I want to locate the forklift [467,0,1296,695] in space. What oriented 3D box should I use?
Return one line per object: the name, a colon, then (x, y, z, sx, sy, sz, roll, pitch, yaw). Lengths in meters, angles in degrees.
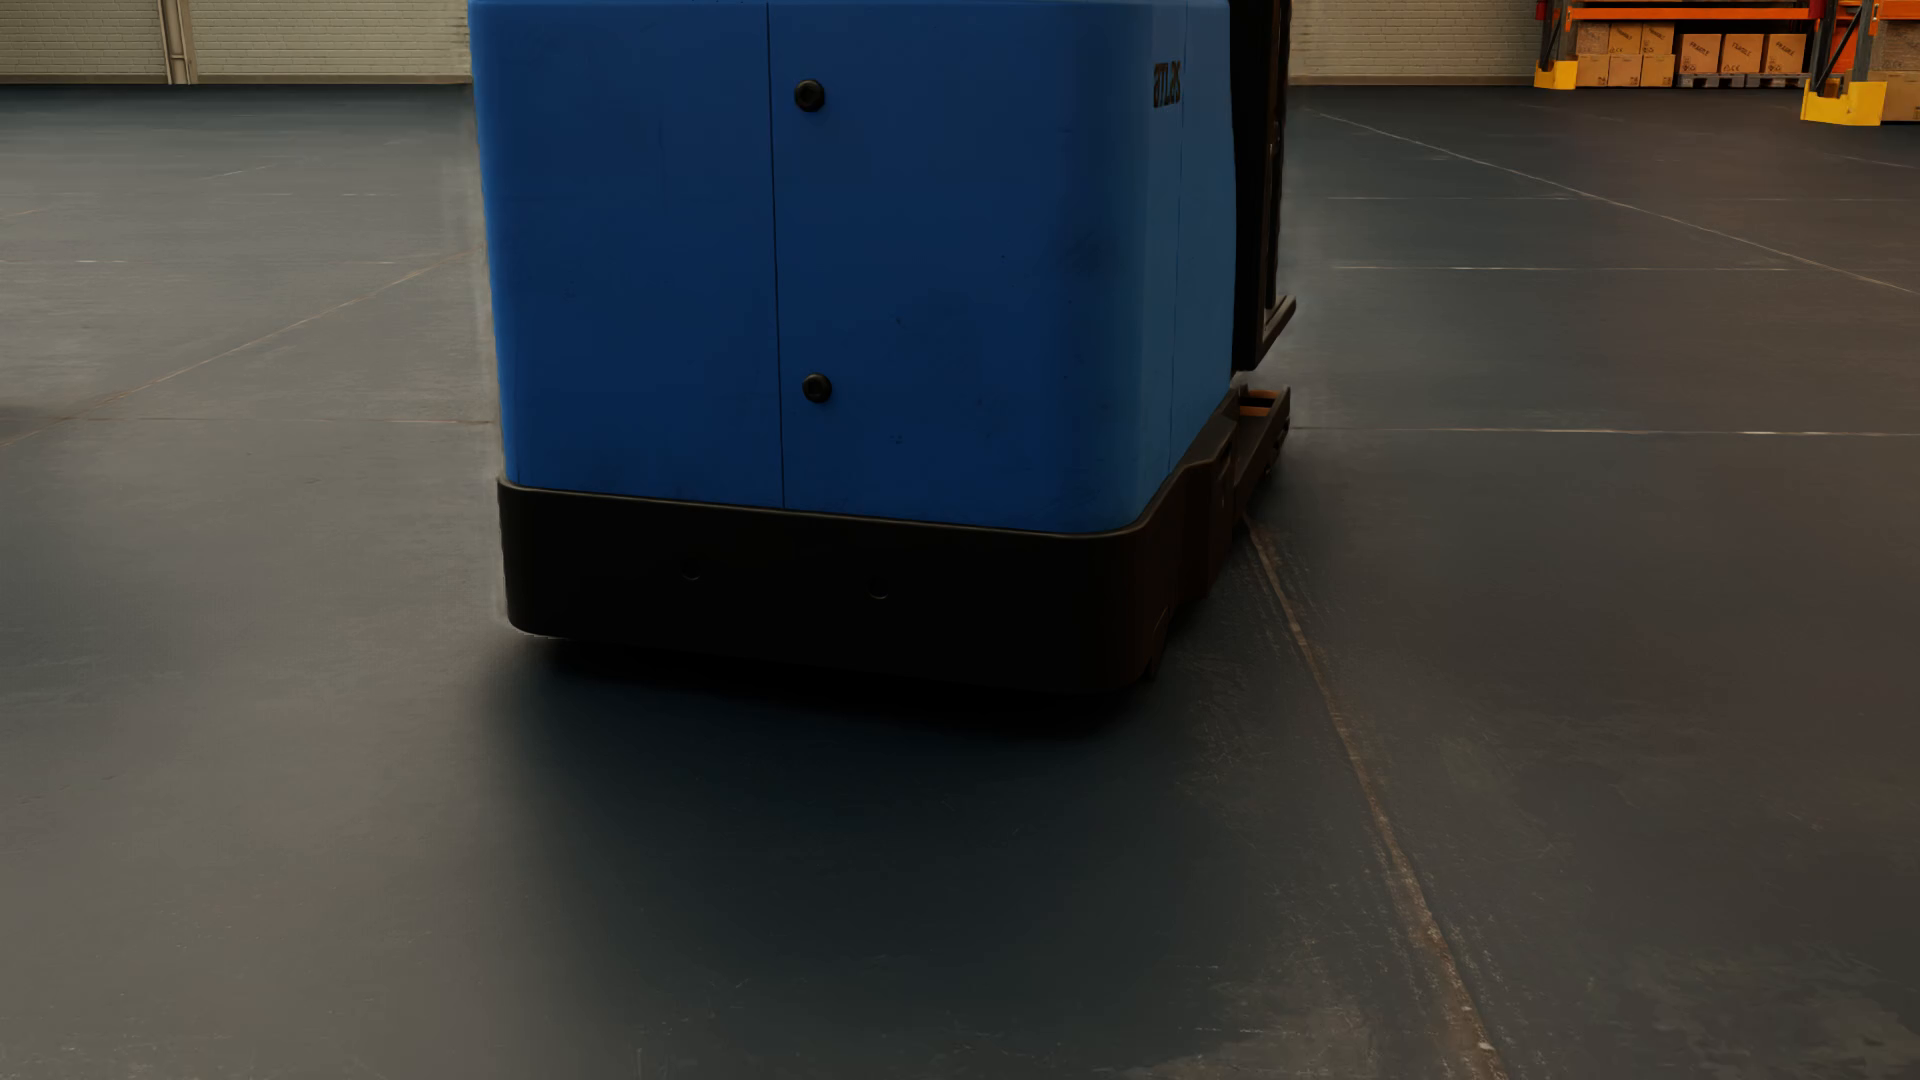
forklift: (0.174, -1.573, 3.495, 1.130, 2.935, 3.031, 5, 18, 16)
